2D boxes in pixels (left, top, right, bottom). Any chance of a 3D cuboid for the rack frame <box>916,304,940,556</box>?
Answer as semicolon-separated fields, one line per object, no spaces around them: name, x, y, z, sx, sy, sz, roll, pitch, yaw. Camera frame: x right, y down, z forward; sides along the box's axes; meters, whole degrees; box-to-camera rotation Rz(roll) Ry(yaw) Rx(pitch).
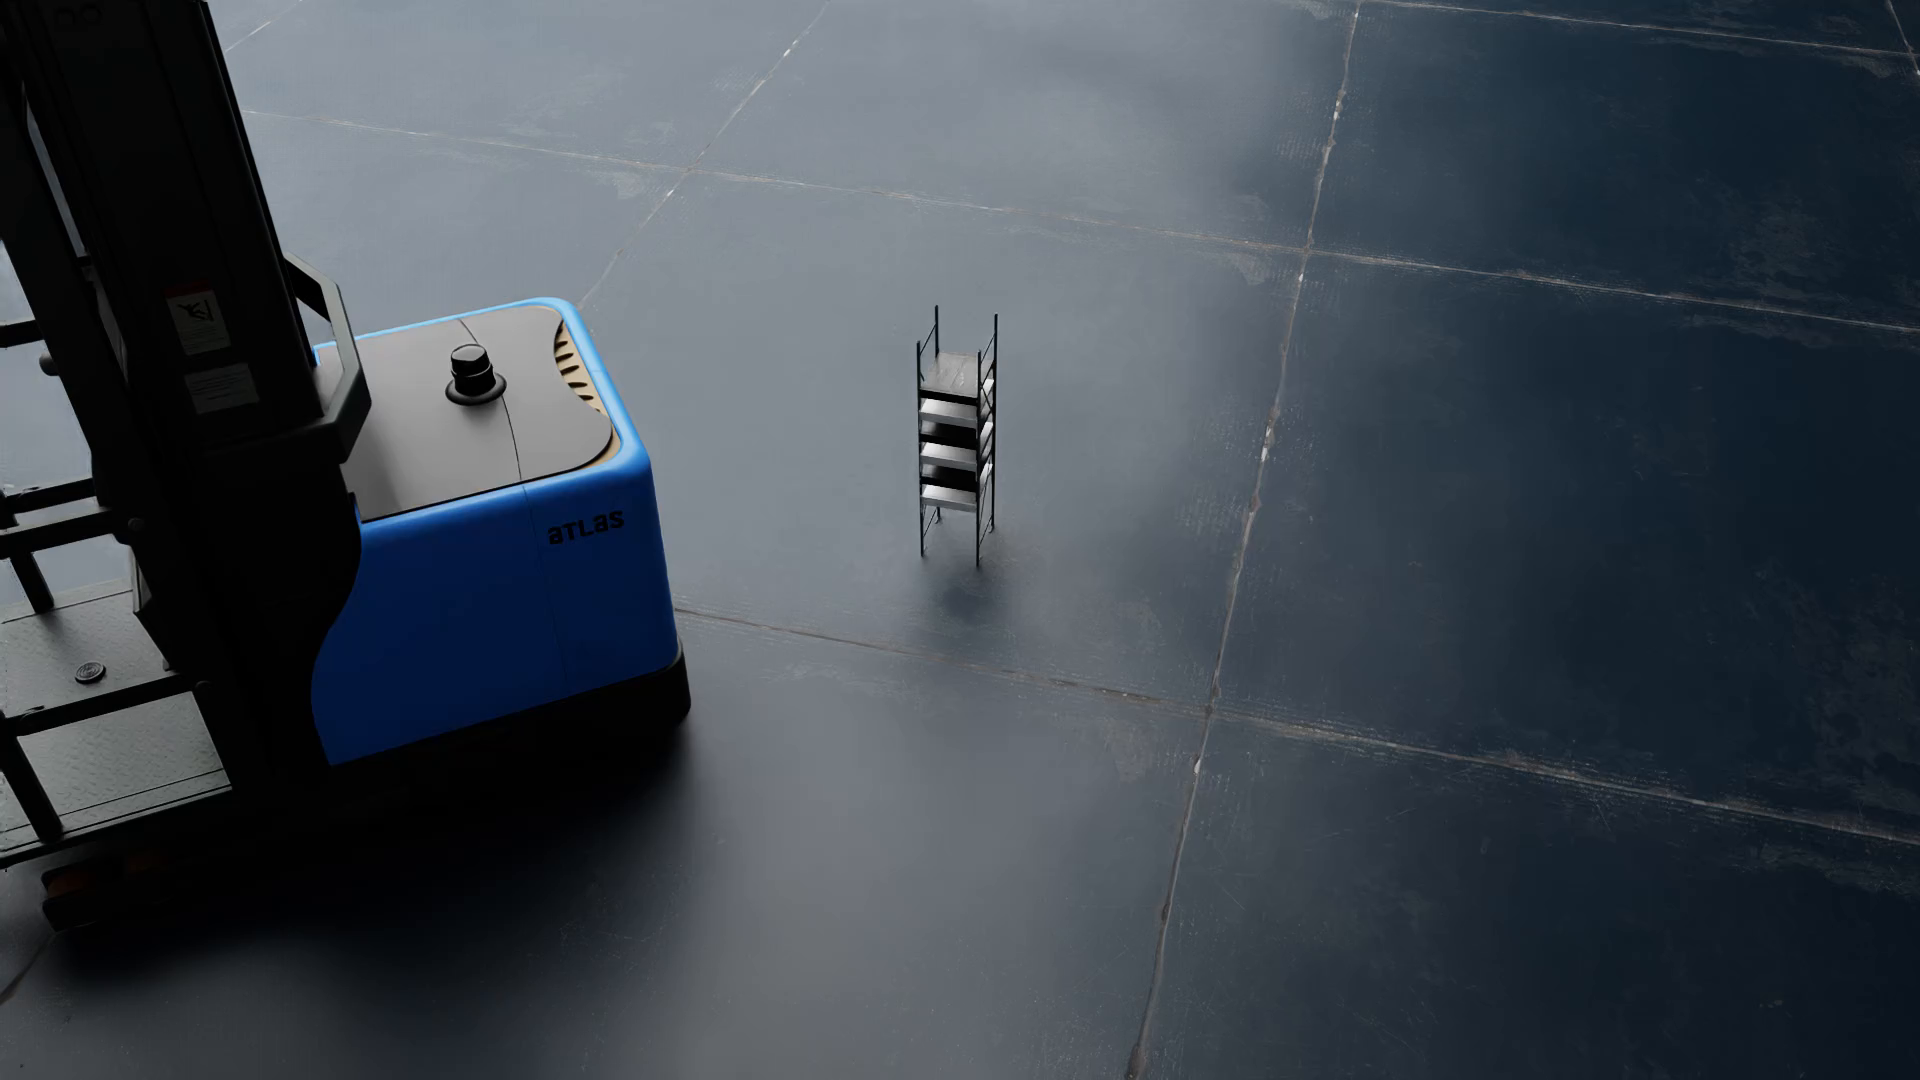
rack frame;-0.106;-0.363;5.715;0.006;0.900;0.240;10;41;11

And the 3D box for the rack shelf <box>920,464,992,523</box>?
rack shelf;-0.008;-0.183;5.832;0.200;0.077;0.258;10;41;11

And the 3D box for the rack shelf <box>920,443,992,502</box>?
rack shelf;-0.008;-0.252;5.774;0.200;0.077;0.258;10;41;11

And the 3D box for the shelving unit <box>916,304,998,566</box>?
shelving unit;-0.008;-0.346;5.695;0.210;0.900;0.258;10;41;11

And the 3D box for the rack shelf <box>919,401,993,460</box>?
rack shelf;-0.008;-0.389;5.658;0.200;0.077;0.258;10;41;11

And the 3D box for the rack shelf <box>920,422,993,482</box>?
rack shelf;-0.008;-0.320;5.716;0.200;0.077;0.258;10;41;11

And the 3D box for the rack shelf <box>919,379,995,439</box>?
rack shelf;-0.008;-0.458;5.600;0.200;0.077;0.258;10;41;11

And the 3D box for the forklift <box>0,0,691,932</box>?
forklift;-2.413;-0.422;4.206;3.031;2.935;1.130;-16;43;-18

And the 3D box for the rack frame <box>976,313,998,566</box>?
rack frame;0.090;-0.329;5.675;0.006;0.900;0.240;10;41;11

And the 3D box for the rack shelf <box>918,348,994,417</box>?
rack shelf;-0.008;-0.527;5.543;0.200;0.077;0.258;10;41;11
